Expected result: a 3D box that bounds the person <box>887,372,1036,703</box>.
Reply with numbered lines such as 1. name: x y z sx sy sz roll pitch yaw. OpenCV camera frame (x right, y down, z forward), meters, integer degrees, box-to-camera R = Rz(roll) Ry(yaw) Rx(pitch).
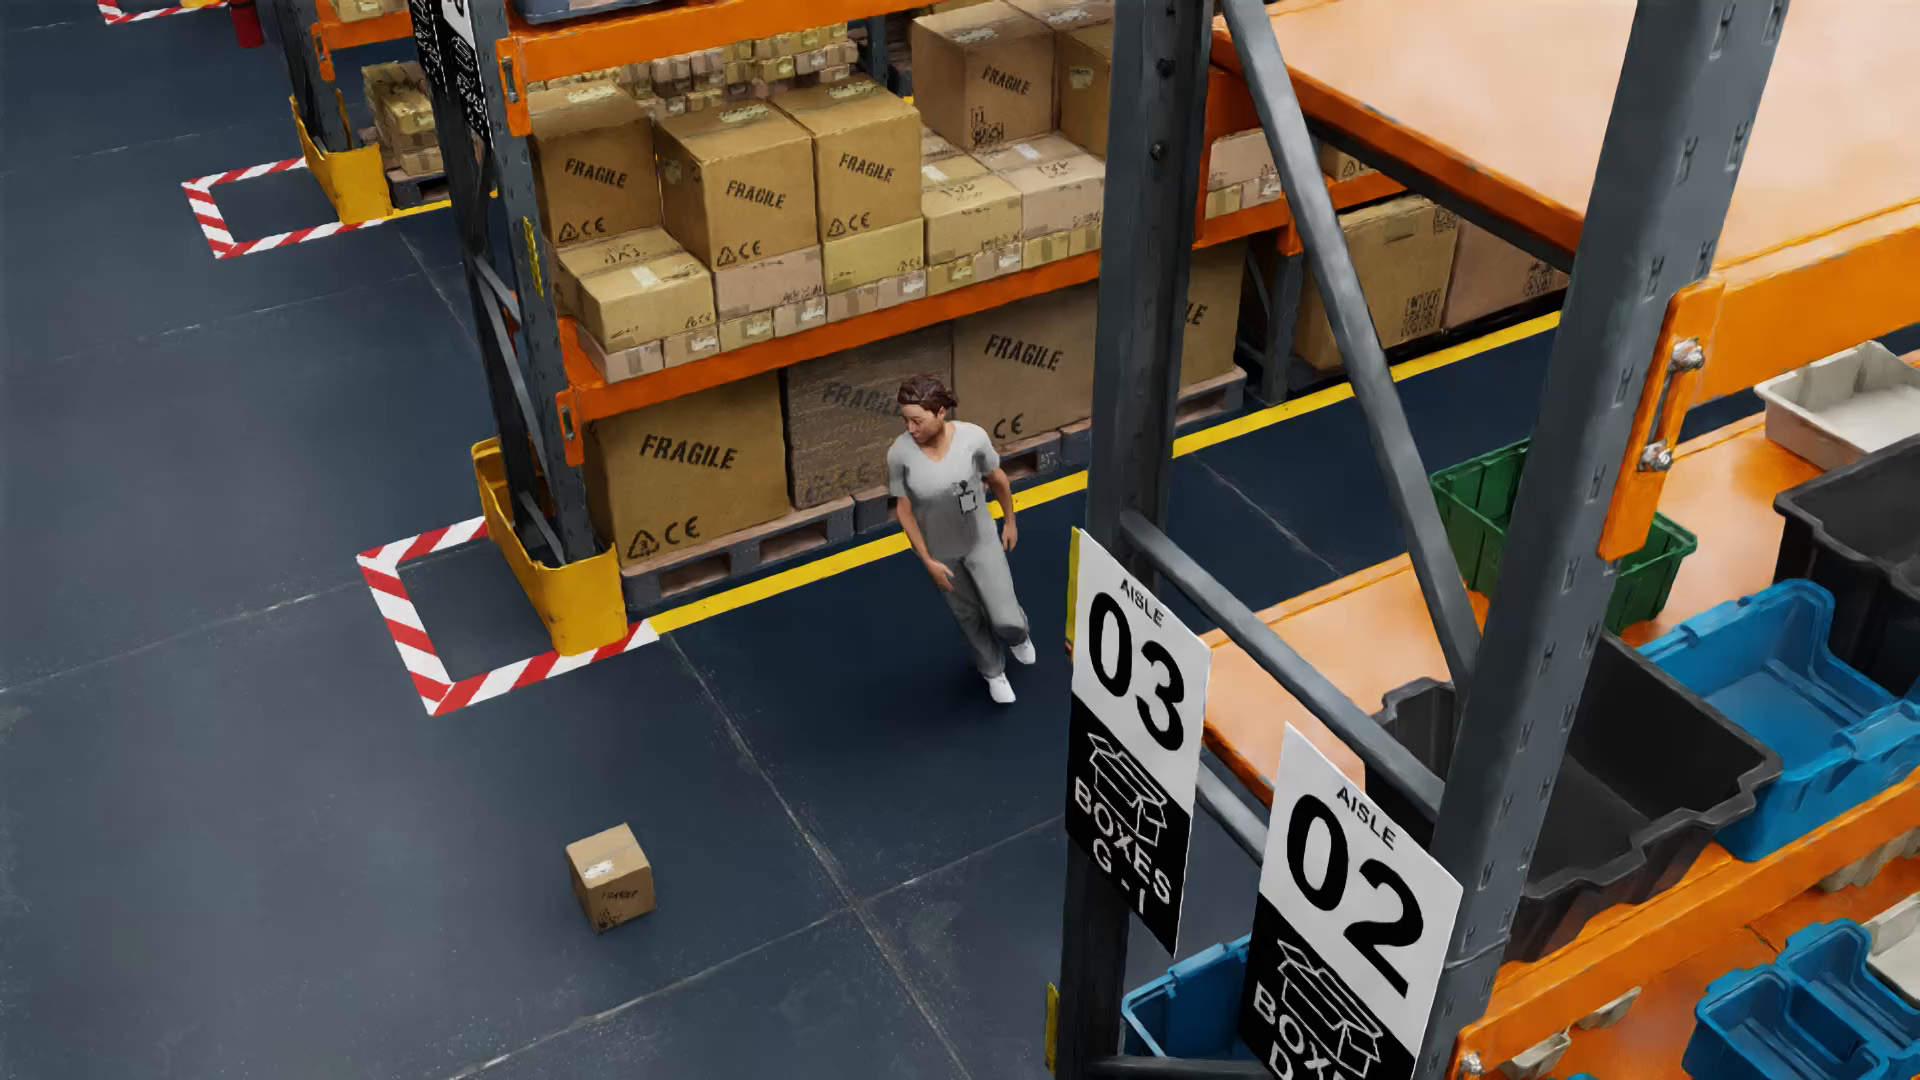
1. person: 0.032 0.018 6.901 0.643 1.634 0.482 -4 37 -6
